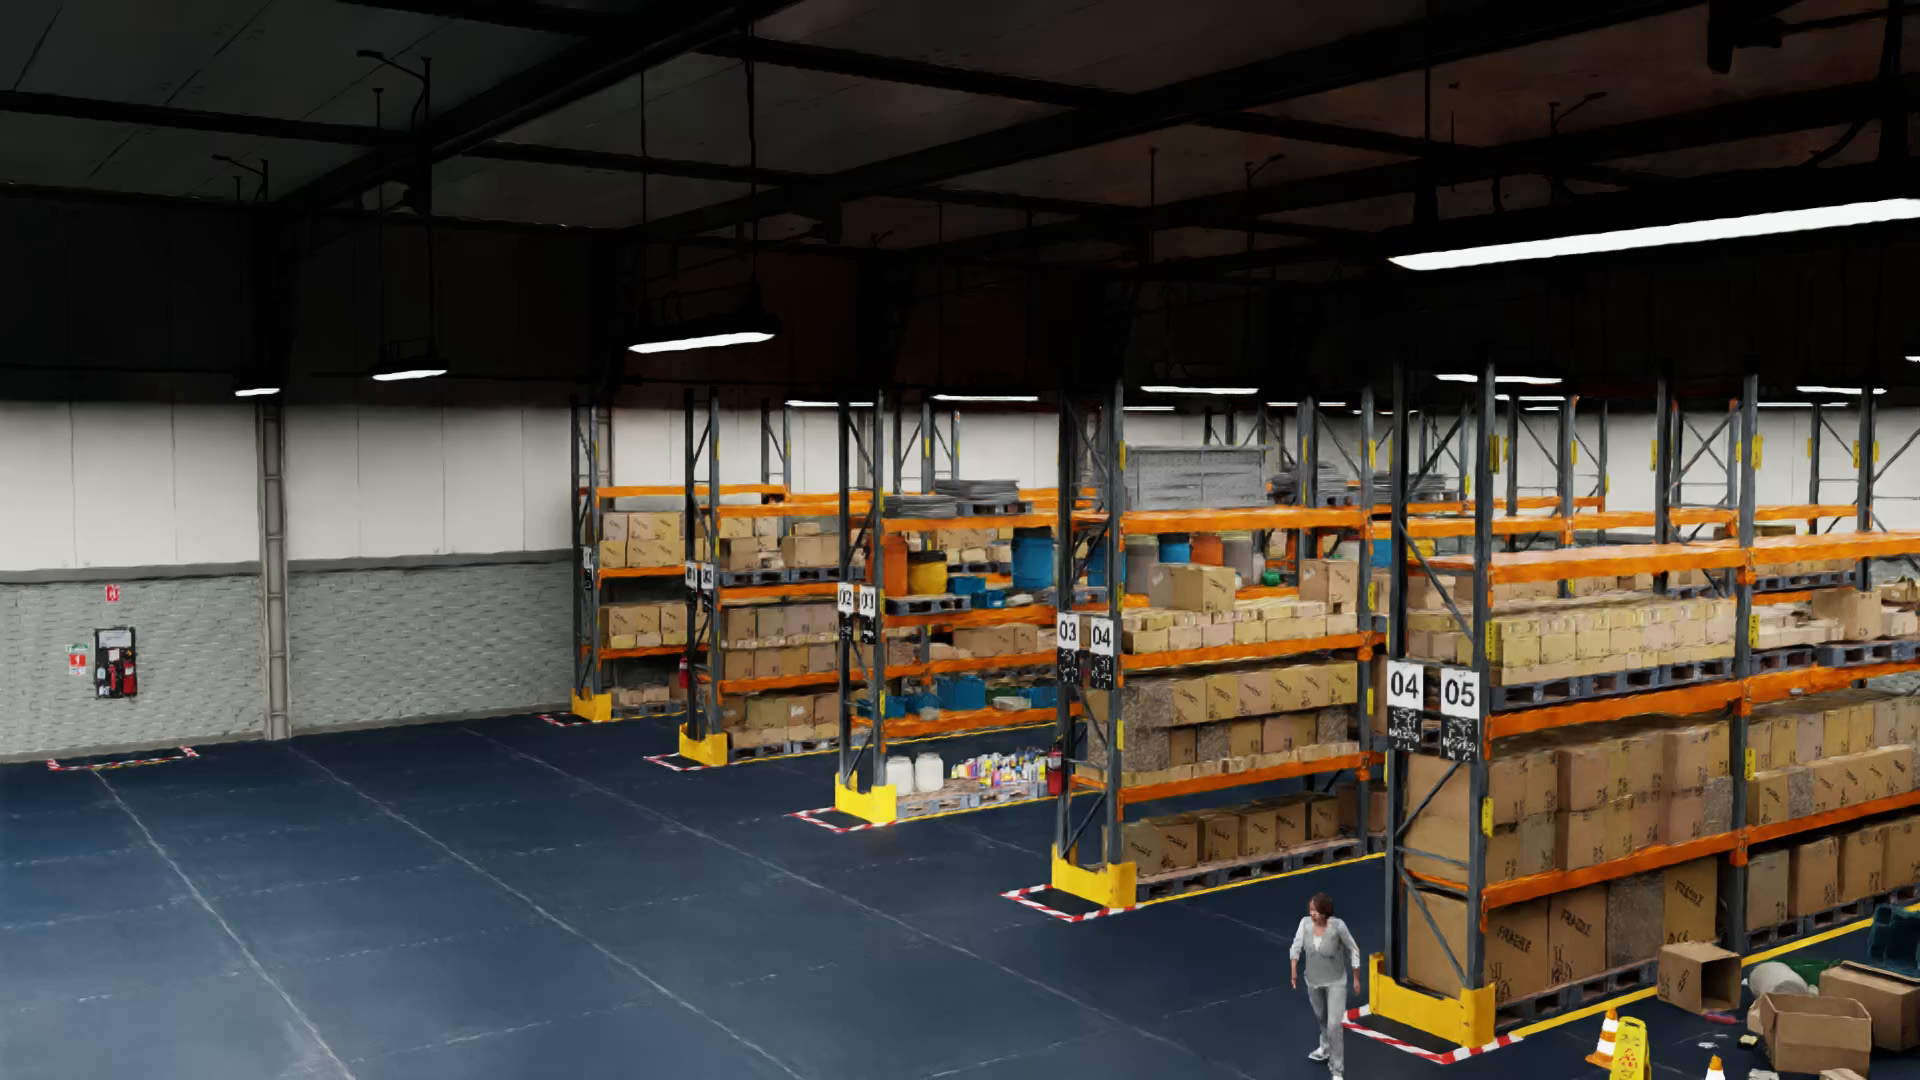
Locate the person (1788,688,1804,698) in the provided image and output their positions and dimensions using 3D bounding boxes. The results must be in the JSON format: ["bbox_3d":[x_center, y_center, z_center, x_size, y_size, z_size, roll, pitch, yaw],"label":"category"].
[{"bbox_3d":[12.244,2.898,24.245,1.000,1.605,0.493,-2,4,-36],"label":"person"}]

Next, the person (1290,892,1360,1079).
[{"bbox_3d":[2.987,3.575,13.477,0.561,1.524,0.787,3,4,38],"label":"person"}]
